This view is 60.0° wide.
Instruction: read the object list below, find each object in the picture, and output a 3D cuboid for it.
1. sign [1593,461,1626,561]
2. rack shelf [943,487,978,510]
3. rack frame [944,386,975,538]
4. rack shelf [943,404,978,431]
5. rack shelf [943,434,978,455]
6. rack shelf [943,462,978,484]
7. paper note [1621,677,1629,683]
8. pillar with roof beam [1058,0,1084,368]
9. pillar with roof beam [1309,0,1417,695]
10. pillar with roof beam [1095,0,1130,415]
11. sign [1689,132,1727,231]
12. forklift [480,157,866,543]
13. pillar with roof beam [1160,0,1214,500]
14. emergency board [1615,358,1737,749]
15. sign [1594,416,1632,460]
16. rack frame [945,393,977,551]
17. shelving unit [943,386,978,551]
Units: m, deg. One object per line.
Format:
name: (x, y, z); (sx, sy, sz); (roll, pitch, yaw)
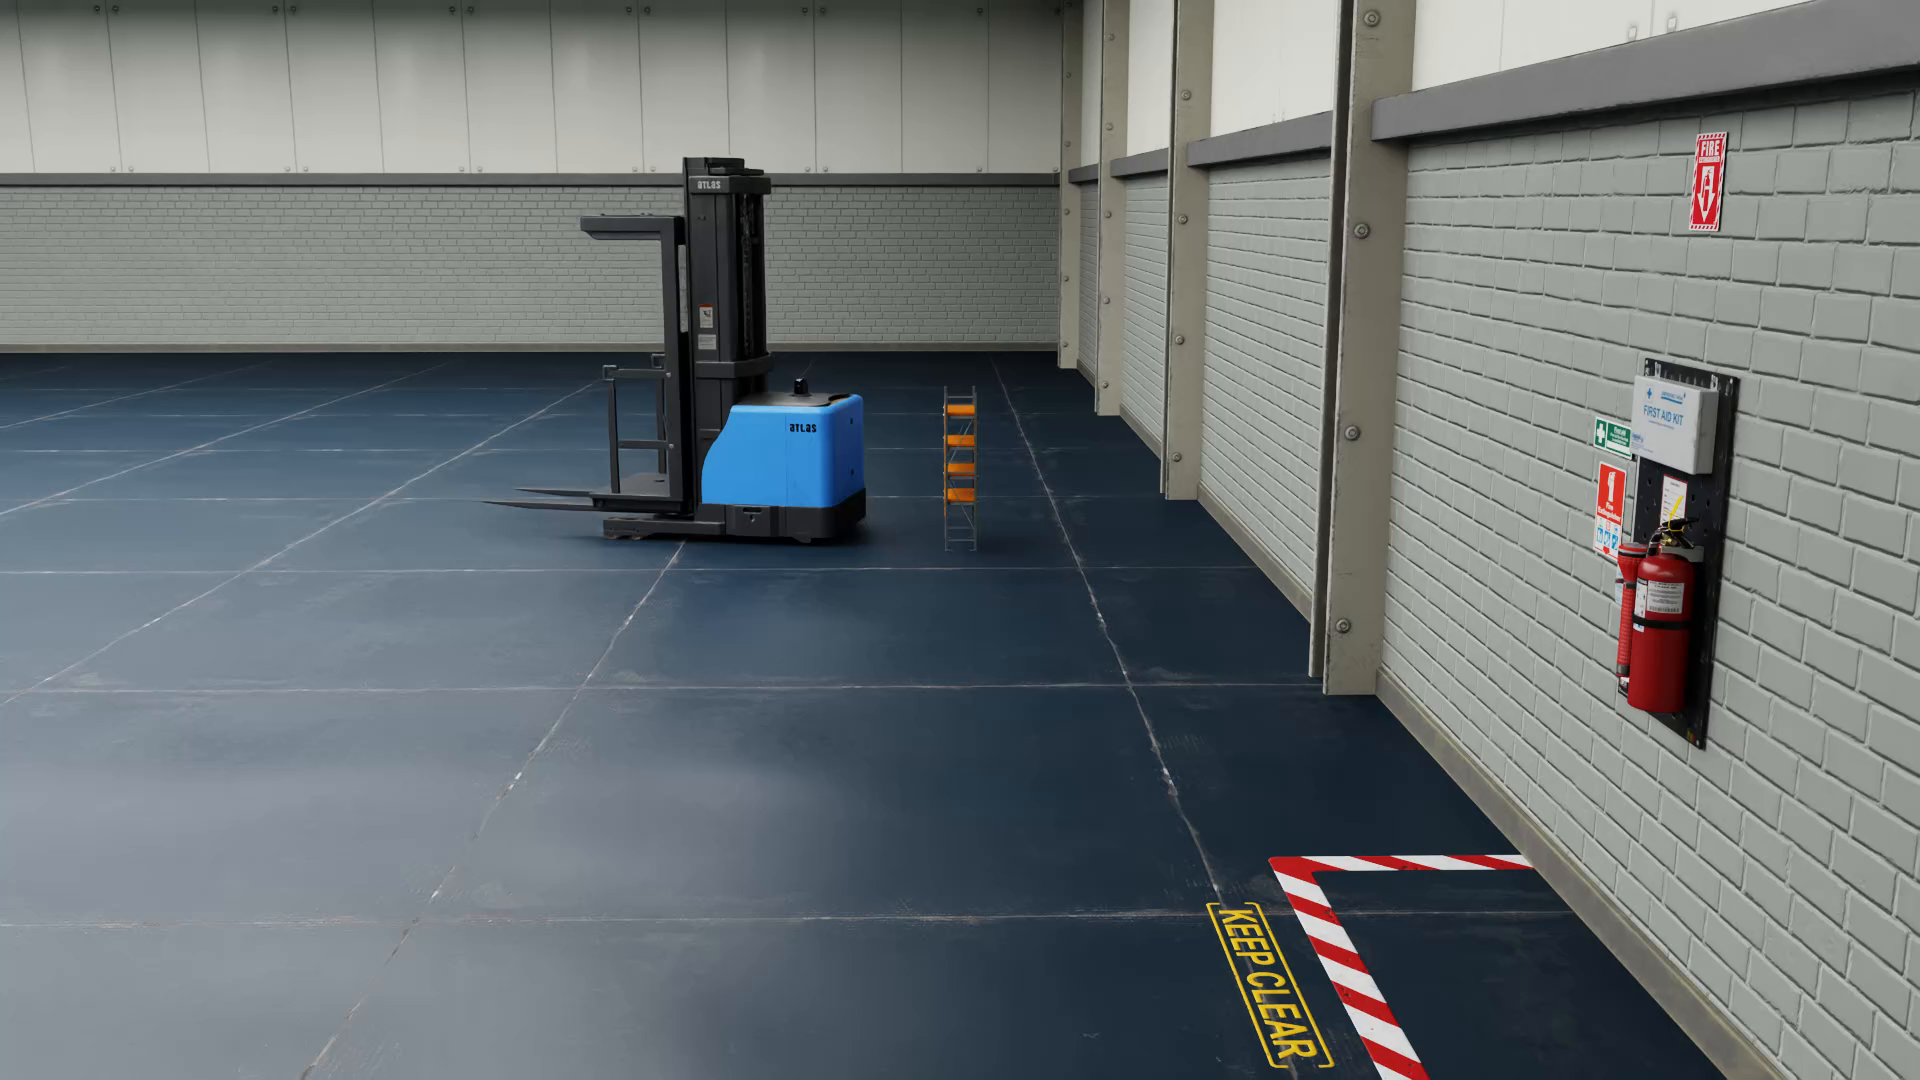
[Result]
sign: (2.318, -0.104, 5.937); (0.001, 0.329, 0.234); (0, 11, -1)
rack shelf: (0.003, -0.295, 12.830); (0.258, 0.148, 0.480); (0, 11, -1)
rack frame: (-0.002, -0.604, 13.017); (0.240, 1.200, 0.015); (0, 11, -1)
rack shelf: (0.003, -0.940, 12.699); (0.258, 0.148, 0.480); (0, 11, -1)
rack shelf: (0.003, -0.708, 12.747); (0.258, 0.148, 0.480); (0, 11, -1)
rack shelf: (0.003, -0.489, 12.791); (0.258, 0.148, 0.480); (0, 11, -1)
paper note: (2.292, 0.420, 5.659); (0.016, 0.148, 0.142); (0, 11, -1)
pillar with roof beam: (-2.560, -7.178, 25.806); (9.100, 9.000, 0.400); (0, 11, -1)
pillar with roof beam: (-2.188, -3.600, 8.169); (9.100, 9.000, 0.400); (0, 11, -1)
pillar with roof beam: (-2.436, -5.985, 19.927); (9.100, 9.000, 0.400); (0, 11, -1)
sign: (2.326, -1.114, 5.176); (0.001, 0.298, 0.199); (0, 11, -1)
forklift: (-2.344, -1.537, 13.261); (3.031, 2.935, 1.130); (2, 12, 11)
pillar with roof beam: (-2.312, -4.792, 14.048); (9.100, 9.000, 0.400); (0, 11, -1)
emergency board: (2.227, 0.024, 5.396); (0.194, 1.169, 0.643); (0, 11, -1)
sign: (2.310, -0.363, 5.879); (0.001, 0.109, 0.331); (0, 11, -1)
rack frame: (0.008, -0.507, 12.539); (0.240, 1.200, 0.015); (0, 11, -1)
shelving unit: (0.003, -0.555, 12.778); (0.258, 1.200, 0.503); (0, 11, -1)
